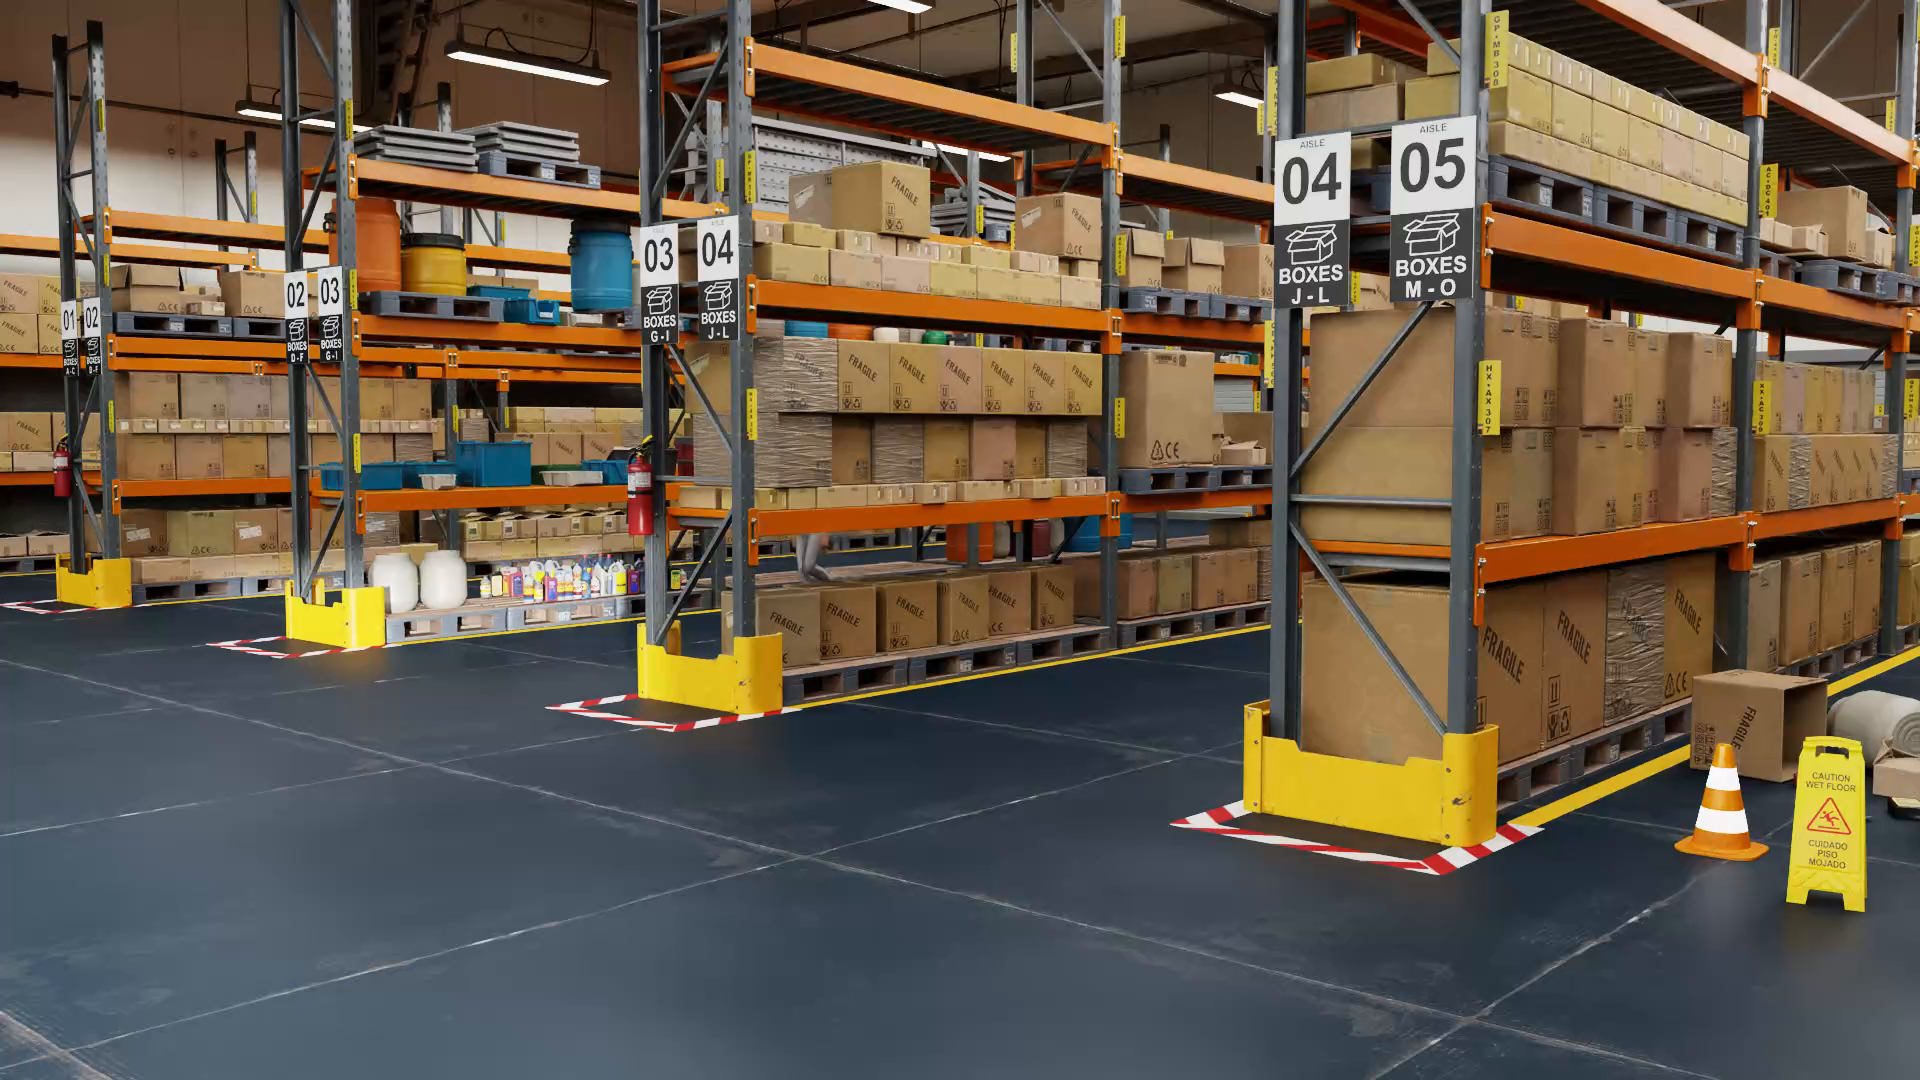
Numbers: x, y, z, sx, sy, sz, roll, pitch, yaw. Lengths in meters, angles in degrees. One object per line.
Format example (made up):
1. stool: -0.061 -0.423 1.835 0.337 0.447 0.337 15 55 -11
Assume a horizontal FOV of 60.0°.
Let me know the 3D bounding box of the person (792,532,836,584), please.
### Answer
1. person: -1.412 -0.052 16.190 0.445 1.591 0.467 4 5 44
